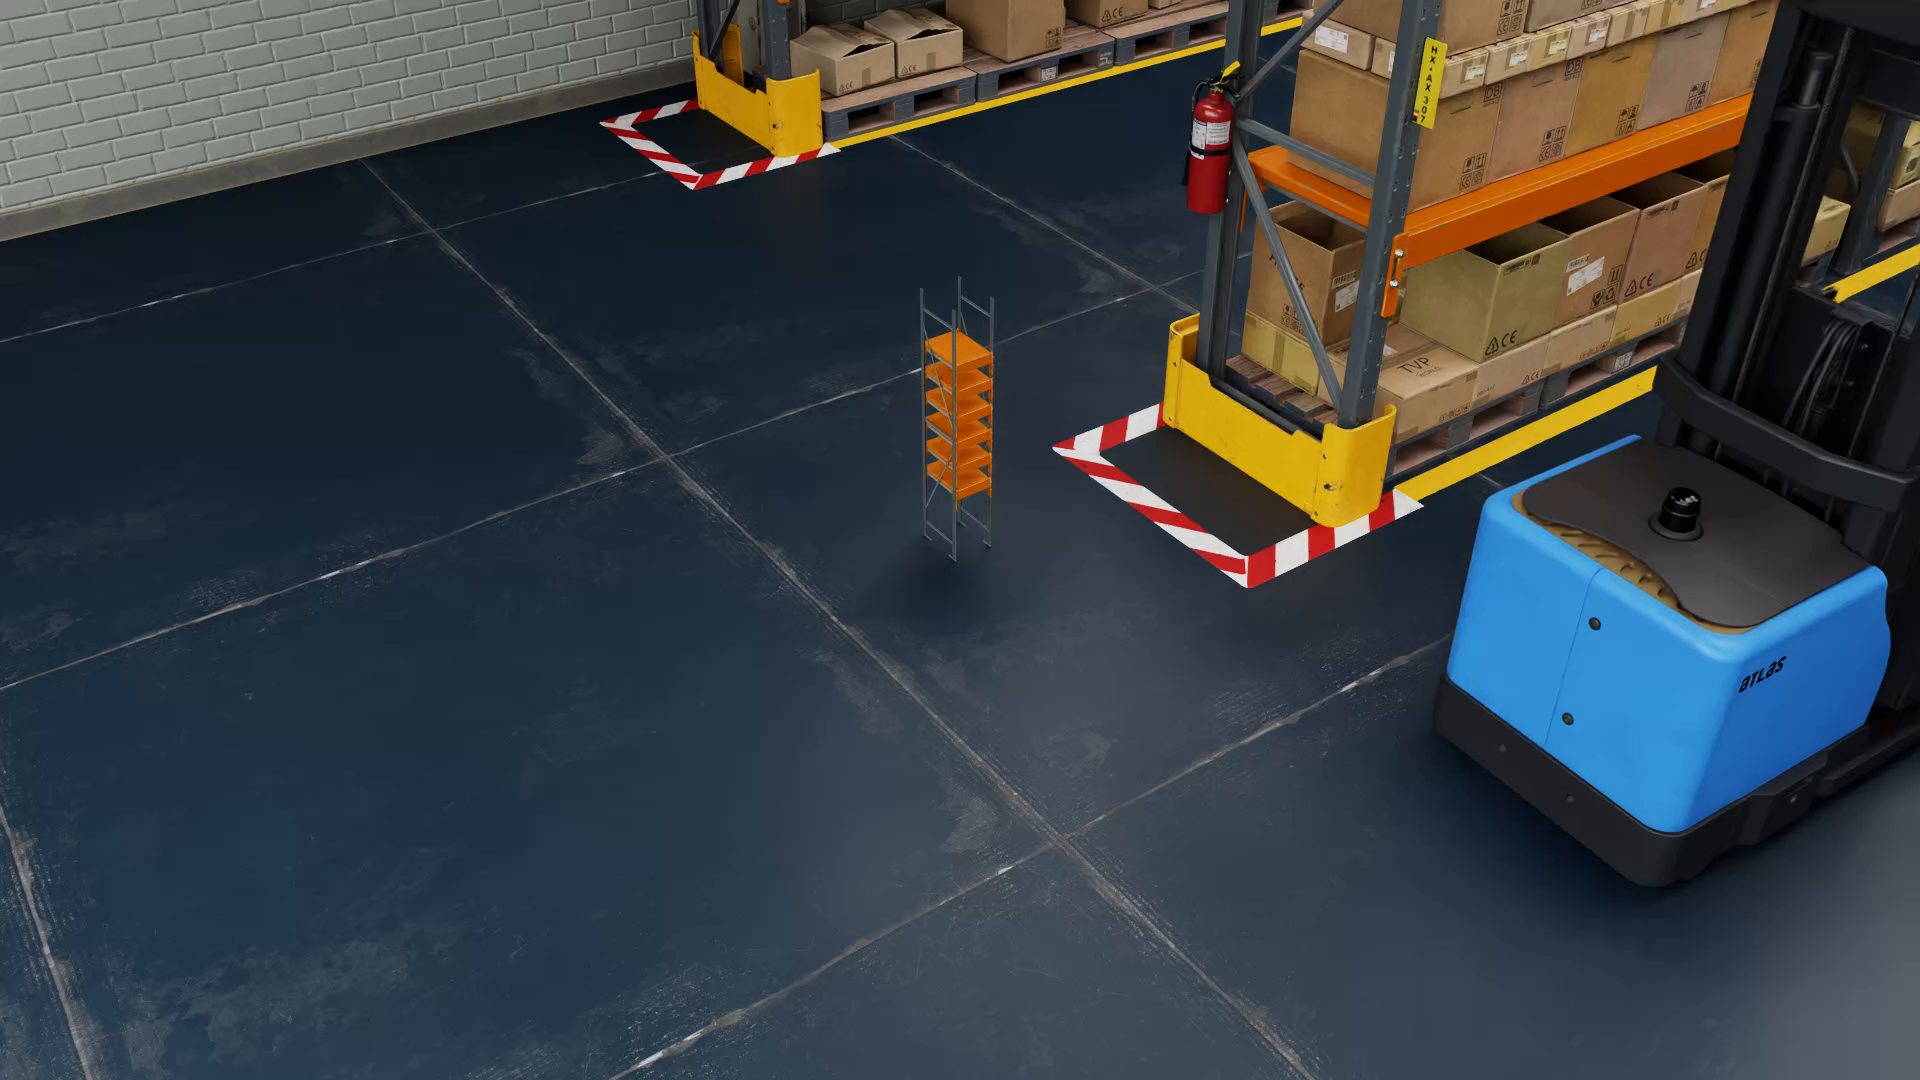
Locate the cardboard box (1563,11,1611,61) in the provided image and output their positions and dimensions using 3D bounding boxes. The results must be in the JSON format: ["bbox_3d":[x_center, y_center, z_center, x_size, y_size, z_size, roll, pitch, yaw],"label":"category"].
[{"bbox_3d":[2.524,-2.192,7.087,0.250,0.149,0.380,-23,42,-29],"label":"cardboard box"}]

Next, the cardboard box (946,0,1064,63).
[{"bbox_3d":[0.308,-3.733,11.635,0.500,0.500,0.700,-25,43,-31],"label":"cardboard box"}]

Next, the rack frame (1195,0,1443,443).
[{"bbox_3d":[1.453,-1.601,6.908,0.127,3.000,1.000,-22,41,-28],"label":"rack frame"}]

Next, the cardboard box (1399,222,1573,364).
[{"bbox_3d":[2.427,-1.203,7.707,0.500,0.500,0.500,-22,41,-28],"label":"cardboard box"}]

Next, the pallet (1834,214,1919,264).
[{"bbox_3d":[5.303,-2.081,9.963,1.213,0.211,1.003,-22,41,-28],"label":"pallet"}]

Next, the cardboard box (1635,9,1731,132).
[{"bbox_3d":[3.106,-2.315,7.814,0.500,0.500,0.700,-21,41,-27],"label":"cardboard box"}]

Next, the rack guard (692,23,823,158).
[{"bbox_3d":[-1.341,-2.975,10.958,0.348,0.500,1.175,-22,41,-28],"label":"rack guard"}]

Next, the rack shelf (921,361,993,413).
[{"bbox_3d":[-0.012,-0.641,6.779,0.180,0.103,0.258,-22,41,-28],"label":"rack shelf"}]

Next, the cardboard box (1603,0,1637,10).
[{"bbox_3d":[2.724,-2.687,7.220,0.500,0.500,0.700,-22,41,-28],"label":"cardboard box"}]

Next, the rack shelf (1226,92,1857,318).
[{"bbox_3d":[3.088,-1.982,8.053,4.000,0.370,1.077,-22,41,-28],"label":"rack shelf"}]

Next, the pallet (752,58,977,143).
[{"bbox_3d":[-0.657,-3.114,11.399,1.213,0.211,1.003,-22,41,-28],"label":"pallet"}]

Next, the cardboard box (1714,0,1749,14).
[{"bbox_3d":[3.370,-2.540,7.571,0.250,0.149,0.380,-21,41,-26],"label":"cardboard box"}]

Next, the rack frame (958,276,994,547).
[{"bbox_3d":[0.063,-0.513,6.936,0.006,1.200,0.240,-22,41,-28],"label":"rack frame"}]

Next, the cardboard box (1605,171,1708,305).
[{"bbox_3d":[3.247,-1.537,8.172,0.500,0.500,0.500,-22,41,-28],"label":"cardboard box"}]

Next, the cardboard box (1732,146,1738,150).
[{"bbox_3d":[4.054,-1.883,8.651,0.500,0.500,0.500,-22,41,-28],"label":"cardboard box"}]

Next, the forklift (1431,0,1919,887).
[{"bbox_3d":[3.274,-0.686,5.694,3.031,2.935,1.130,-20,40,-26],"label":"forklift"}]

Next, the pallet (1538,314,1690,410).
[{"bbox_3d":[3.050,-1.155,8.674,1.213,0.211,1.003,-22,41,-28],"label":"pallet"}]

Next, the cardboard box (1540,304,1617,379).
[{"bbox_3d":[2.835,-1.068,8.161,0.500,0.250,0.500,-22,41,-28],"label":"cardboard box"}]

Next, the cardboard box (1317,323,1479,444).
[{"bbox_3d":[2.020,-0.730,7.691,0.500,0.250,0.500,-22,41,-28],"label":"cardboard box"}]

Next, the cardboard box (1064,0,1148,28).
[{"bbox_3d":[1.041,-4.105,12.153,0.500,0.500,0.500,-26,43,-31],"label":"cardboard box"}]

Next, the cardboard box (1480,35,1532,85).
[{"bbox_3d":[2.112,-2.025,6.855,0.250,0.149,0.380,-24,42,-29],"label":"cardboard box"}]

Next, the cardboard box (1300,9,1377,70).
[{"bbox_3d":[1.656,-2.125,6.994,0.250,0.149,0.380,-23,42,-29],"label":"cardboard box"}]

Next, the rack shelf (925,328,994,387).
[{"bbox_3d":[-0.012,-0.738,6.709,0.180,0.103,0.258,-22,41,-28],"label":"rack shelf"}]

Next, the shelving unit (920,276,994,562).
[{"bbox_3d":[-0.012,-0.482,6.893,0.189,1.200,0.258,-22,41,-28],"label":"shelving unit"}]

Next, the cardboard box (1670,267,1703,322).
[{"bbox_3d":[3.655,-1.402,8.626,0.500,0.250,0.500,-22,41,-28],"label":"cardboard box"}]

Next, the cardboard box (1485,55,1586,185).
[{"bbox_3d":[2.269,-1.972,7.337,0.500,0.500,0.700,-21,41,-27],"label":"cardboard box"}]

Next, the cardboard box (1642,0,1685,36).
[{"bbox_3d":[2.950,-2.369,7.333,0.250,0.149,0.380,-23,42,-28],"label":"cardboard box"}]

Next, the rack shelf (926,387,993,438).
[{"bbox_3d":[-0.012,-0.544,6.849,0.180,0.103,0.258,-22,41,-28],"label":"rack shelf"}]

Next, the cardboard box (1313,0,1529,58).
[{"bbox_3d":[1.885,-2.337,6.734,0.500,0.500,0.700,-22,41,-28],"label":"cardboard box"}]

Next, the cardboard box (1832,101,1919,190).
[{"bbox_3d":[5.204,-2.249,9.323,0.500,0.311,0.500,-22,41,-28],"label":"cardboard box"}]

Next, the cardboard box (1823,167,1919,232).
[{"bbox_3d":[5.195,-2.018,9.483,0.500,0.250,0.500,-23,42,-29],"label":"cardboard box"}]

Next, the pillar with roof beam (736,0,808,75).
[{"bbox_3d":[1.150,-4.994,6.486,0.400,9.000,9.100,-22,41,-28],"label":"pillar with roof beam"}]

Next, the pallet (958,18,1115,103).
[{"bbox_3d":[0.339,-3.522,11.966,1.213,0.211,1.003,-22,41,-28],"label":"pallet"}]

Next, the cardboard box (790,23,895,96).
[{"bbox_3d":[-0.786,-3.241,11.114,0.500,0.311,0.500,-28,44,-33],"label":"cardboard box"}]

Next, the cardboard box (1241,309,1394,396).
[{"bbox_3d":[1.721,-0.977,8.035,0.500,0.250,0.500,-22,41,-28],"label":"cardboard box"}]
